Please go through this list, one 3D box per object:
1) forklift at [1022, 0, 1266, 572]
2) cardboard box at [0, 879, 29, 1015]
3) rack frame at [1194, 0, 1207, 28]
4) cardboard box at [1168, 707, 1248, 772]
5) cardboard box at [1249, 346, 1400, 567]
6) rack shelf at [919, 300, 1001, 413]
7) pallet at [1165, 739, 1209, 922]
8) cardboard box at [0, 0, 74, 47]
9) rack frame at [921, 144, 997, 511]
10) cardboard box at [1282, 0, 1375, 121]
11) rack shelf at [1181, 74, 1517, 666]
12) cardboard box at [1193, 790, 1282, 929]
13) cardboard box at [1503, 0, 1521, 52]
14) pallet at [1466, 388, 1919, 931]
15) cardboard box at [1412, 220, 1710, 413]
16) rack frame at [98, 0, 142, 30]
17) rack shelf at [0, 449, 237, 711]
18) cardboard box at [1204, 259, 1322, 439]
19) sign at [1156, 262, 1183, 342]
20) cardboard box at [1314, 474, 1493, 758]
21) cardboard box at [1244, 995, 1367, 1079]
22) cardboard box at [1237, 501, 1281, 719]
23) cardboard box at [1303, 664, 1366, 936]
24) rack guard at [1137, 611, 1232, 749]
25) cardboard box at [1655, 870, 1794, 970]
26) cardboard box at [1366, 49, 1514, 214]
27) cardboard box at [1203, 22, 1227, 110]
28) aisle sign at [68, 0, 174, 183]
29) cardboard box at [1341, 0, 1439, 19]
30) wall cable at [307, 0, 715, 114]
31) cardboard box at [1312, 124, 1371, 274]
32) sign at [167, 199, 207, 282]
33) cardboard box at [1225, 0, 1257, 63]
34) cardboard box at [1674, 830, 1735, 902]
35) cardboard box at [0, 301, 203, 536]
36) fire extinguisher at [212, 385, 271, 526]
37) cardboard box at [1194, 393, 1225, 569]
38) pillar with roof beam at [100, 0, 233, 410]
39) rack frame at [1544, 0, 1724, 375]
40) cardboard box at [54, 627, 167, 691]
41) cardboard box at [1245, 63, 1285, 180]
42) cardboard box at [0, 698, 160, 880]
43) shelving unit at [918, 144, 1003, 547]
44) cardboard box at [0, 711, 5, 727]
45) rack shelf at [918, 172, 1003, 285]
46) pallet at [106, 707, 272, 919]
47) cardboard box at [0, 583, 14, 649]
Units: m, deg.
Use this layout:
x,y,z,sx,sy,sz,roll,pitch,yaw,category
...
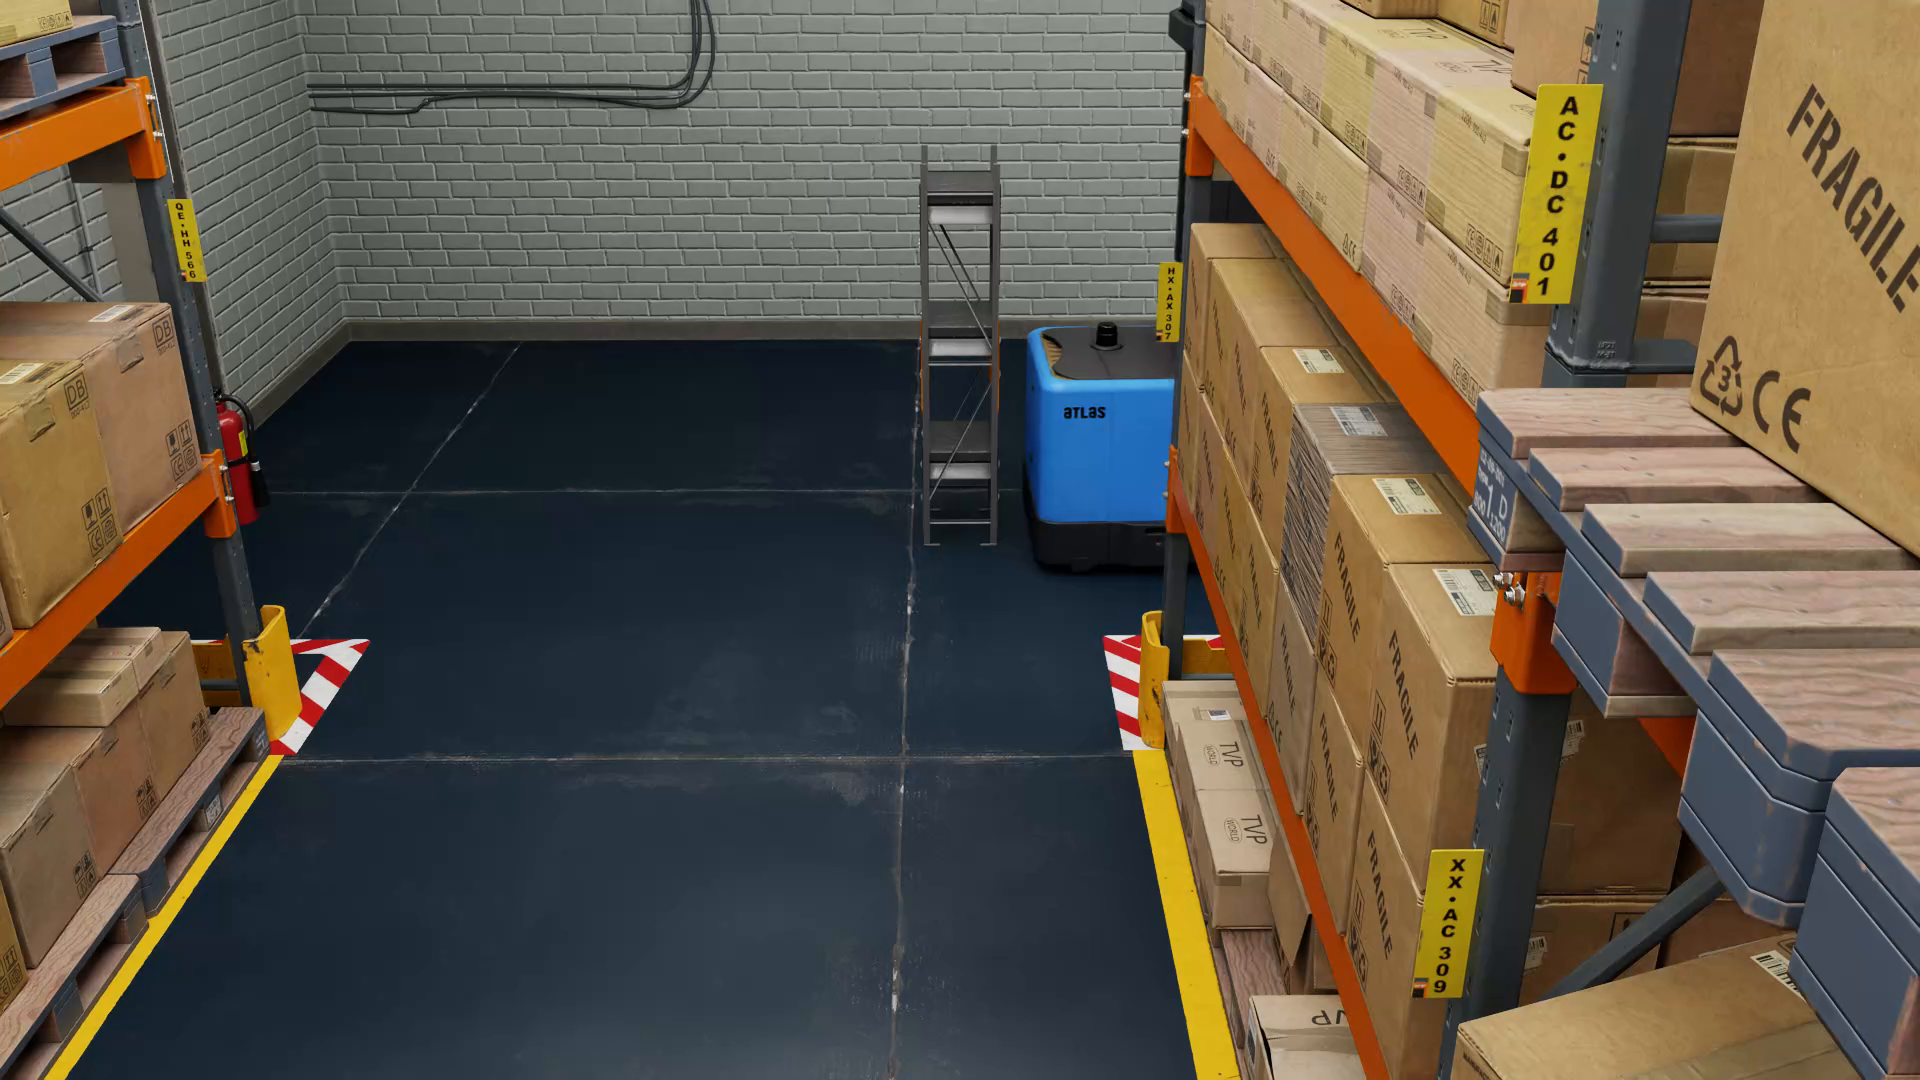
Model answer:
x,y,z,sx,sy,sz,roll,pitch,yaw,category
1.894,-1.379,8.742,3.031,2.935,1.130,-1,24,-2,forklift
-3.436,1.332,5.190,0.700,0.500,0.500,0,24,1,cardboard box
1.385,-3.294,5.614,1.000,3.000,0.127,0,24,-1,rack frame
1.049,0.807,6.731,0.380,0.166,0.250,0,24,-1,cardboard box
1.147,-0.247,4.822,0.500,0.500,0.500,0,24,-1,cardboard box
-0.002,-1.012,8.974,0.431,0.518,0.480,0,24,-1,rack shelf
1.396,1.070,6.629,1.003,0.211,1.213,0,24,-1,pallet
-3.295,-1.772,5.439,0.500,0.250,0.500,0,24,1,cardboard box
-0.004,-1.125,9.190,0.400,2.100,0.015,0,24,-1,rack frame
1.142,-1.256,4.323,0.500,0.250,0.500,0,24,-1,cardboard box
1.407,-0.776,4.558,1.077,0.370,4.000,0,24,-1,rack shelf
1.118,1.129,5.917,0.500,0.250,0.500,0,24,-1,cardboard box
1.522,-1.187,3.261,0.700,0.500,0.500,0,24,-1,cardboard box
1.366,0.075,2.032,1.213,0.211,1.003,0,24,-1,pallet
1.157,-0.410,3.059,0.500,0.250,0.500,0,24,-1,cardboard box
-3.568,-3.271,5.561,1.000,3.000,0.127,0,24,-1,rack frame
-3.546,0.615,5.124,1.077,0.370,4.000,0,24,-1,rack shelf
1.140,-0.663,5.740,0.500,0.500,0.500,0,24,0,cardboard box
0.843,-0.953,6.666,0.100,0.325,0.005,0,24,-1,sign
1.156,0.168,3.904,0.500,0.500,0.500,-1,24,-2,cardboard box
1.131,1.569,4.869,0.500,0.311,0.500,0,24,-1,cardboard box
1.144,0.203,5.040,0.500,0.500,0.500,0,24,0,cardboard box
1.160,0.625,4.108,0.500,0.500,0.500,0,24,1,cardboard box
1.386,0.609,7.296,1.175,0.500,0.348,0,24,-1,rack guard
1.696,0.831,3.652,0.500,0.500,0.500,0,24,1,cardboard box
1.150,-0.844,3.412,0.500,0.250,0.500,0,24,-1,cardboard box
1.136,-1.646,5.792,0.500,0.250,0.500,0,24,-1,cardboard box
-3.269,-1.753,6.330,0.394,0.787,0.004,0,24,-1,aisle sign
1.352,-1.599,4.170,0.700,0.500,0.500,0,24,-1,cardboard box
-3.273,-4.188,11.358,3.097,2.526,0.112,0,24,-1,wall cable
1.149,-0.822,3.970,0.500,0.250,0.500,0,24,-1,cardboard box
-3.025,-1.169,6.503,0.100,0.325,0.005,0,24,-1,sign
1.129,-1.668,5.234,0.500,0.250,0.500,0,24,-1,cardboard box
1.705,0.391,3.411,0.500,0.500,0.500,0,24,1,cardboard box
-3.553,-0.464,6.271,0.980,0.700,0.700,1,24,2,cardboard box
-3.108,-0.396,7.032,0.296,0.674,0.183,0,24,-1,fire extinguisher
1.137,-0.210,5.953,0.500,0.500,0.500,0,24,-1,cardboard box
-0.158,-4.399,8.055,9.100,9.000,0.400,0,24,-1,pillar with roof beam
1.429,-1.646,1.970,1.000,3.000,0.127,0,24,-1,rack frame
-3.277,0.455,6.341,0.380,0.149,0.250,-1,24,-1,cardboard box
1.136,-1.234,4.881,0.500,0.250,0.500,0,24,-1,cardboard box
-3.455,0.905,6.134,0.700,0.500,0.500,0,24,-1,cardboard box
-0.002,-1.025,8.968,0.431,2.100,0.503,0,24,-1,shelving unit
-3.656,0.561,6.106,0.380,0.149,0.250,0,24,0,cardboard box
-0.002,-1.650,8.685,0.431,0.518,0.480,0,24,-1,rack shelf
-3.481,1.063,6.645,1.003,0.211,1.213,0,24,-1,pallet
-3.534,0.150,4.914,0.980,0.700,0.700,-1,24,-3,cardboard box
